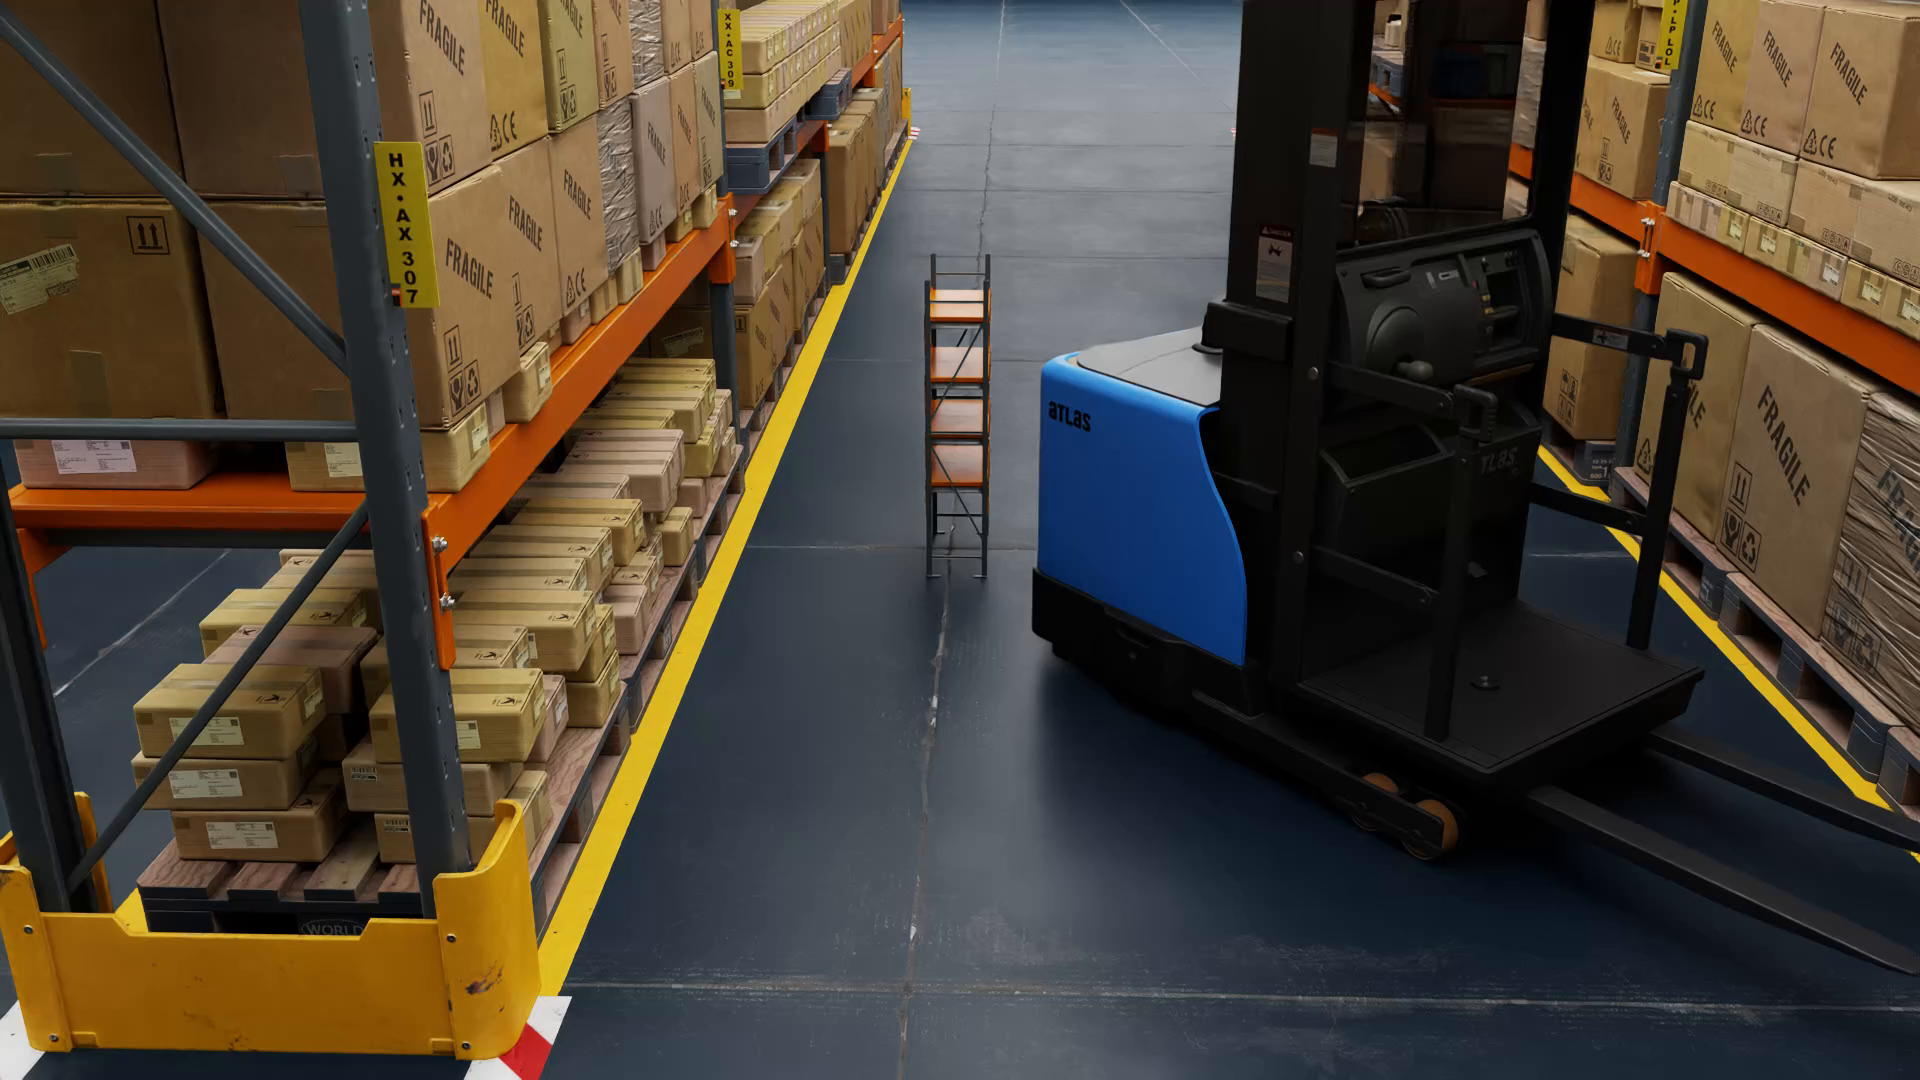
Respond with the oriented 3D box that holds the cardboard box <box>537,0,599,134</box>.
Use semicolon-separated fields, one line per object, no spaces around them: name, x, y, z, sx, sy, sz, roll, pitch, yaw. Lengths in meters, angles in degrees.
cardboard box;-1.310;-1.403;4.565;0.500;0.500;0.500;0;21;0

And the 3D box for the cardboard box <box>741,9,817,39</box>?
cardboard box;-0.991;-2.820;9.095;0.380;0.149;0.250;2;21;4

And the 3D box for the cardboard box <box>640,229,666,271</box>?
cardboard box;-1.267;-1.063;5.969;0.380;0.149;0.250;0;21;-1

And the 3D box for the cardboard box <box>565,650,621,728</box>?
cardboard box;-1.256;0.449;5.085;0.380;0.149;0.250;1;21;2

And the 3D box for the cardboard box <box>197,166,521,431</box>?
cardboard box;-1.347;-0.566;3.791;0.500;0.500;0.500;2;21;4

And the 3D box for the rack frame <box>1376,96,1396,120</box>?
rack frame;3.683;-4.469;14.400;1.000;3.000;0.127;1;21;2

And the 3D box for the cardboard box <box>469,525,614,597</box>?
cardboard box;-1.314;0.067;5.247;0.380;0.149;0.250;1;21;4

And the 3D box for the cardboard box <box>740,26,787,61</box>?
cardboard box;-1.030;-2.355;7.895;0.380;0.149;0.250;1;21;2

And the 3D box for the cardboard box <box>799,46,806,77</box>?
cardboard box;-1.008;-2.497;8.673;0.380;0.149;0.250;0;21;1

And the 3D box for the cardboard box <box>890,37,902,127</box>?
cardboard box;-1.104;-4.966;18.037;0.875;0.875;0.875;1;21;2

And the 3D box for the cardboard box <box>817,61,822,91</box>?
cardboard box;-0.983;-2.639;9.450;0.380;0.149;0.250;0;21;-1

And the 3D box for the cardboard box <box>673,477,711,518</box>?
cardboard box;-1.221;-0.200;6.757;0.380;0.149;0.250;0;21;0

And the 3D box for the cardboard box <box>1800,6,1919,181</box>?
cardboard box;3.136;-1.458;5.400;0.500;0.500;0.500;0;21;0

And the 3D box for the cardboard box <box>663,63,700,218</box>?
cardboard box;-1.264;-1.487;6.166;0.500;0.500;0.500;0;21;0

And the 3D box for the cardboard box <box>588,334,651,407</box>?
cardboard box;-1.744;-0.968;8.253;0.500;0.500;0.500;0;21;1

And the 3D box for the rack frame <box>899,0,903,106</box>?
rack frame;-1.150;-6.006;18.362;1.000;3.000;0.127;1;21;2

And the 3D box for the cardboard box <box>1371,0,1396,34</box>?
cardboard box;3.519;-4.659;13.479;1.000;1.000;1.000;1;21;2

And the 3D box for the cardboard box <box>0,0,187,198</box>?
cardboard box;-1.871;-1.041;3.634;0.500;0.500;0.500;0;21;1

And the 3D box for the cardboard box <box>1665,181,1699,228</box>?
cardboard box;3.098;-1.356;6.725;0.380;0.149;0.250;1;21;2

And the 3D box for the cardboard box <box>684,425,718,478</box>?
cardboard box;-1.193;-0.361;6.761;0.380;0.149;0.250;0;21;0

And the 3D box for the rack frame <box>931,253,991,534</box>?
rack frame;0.002;-0.588;6.885;0.240;1.200;0.015;1;21;2

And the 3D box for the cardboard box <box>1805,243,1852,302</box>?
cardboard box;3.059;-0.888;5.517;0.380;0.149;0.250;1;21;2

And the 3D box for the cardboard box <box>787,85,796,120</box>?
cardboard box;-1.020;-2.165;8.229;0.380;0.149;0.250;1;21;2

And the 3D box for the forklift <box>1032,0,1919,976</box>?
forklift;1.551;-0.665;4.691;1.130;2.935;3.031;-15;26;-34

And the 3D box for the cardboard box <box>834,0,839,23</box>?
cardboard box;-0.950;-3.288;10.300;0.380;0.149;0.250;0;21;0

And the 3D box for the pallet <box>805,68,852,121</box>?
pallet;-1.308;-2.766;10.275;1.213;0.211;1.003;1;21;2

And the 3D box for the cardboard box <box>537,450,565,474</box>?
cardboard box;-1.746;-0.267;6.520;0.380;0.149;0.250;0;21;-1

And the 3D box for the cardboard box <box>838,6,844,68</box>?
cardboard box;-1.097;-3.504;11.774;0.500;0.500;0.500;0;21;1

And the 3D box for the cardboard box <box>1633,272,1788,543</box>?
cardboard box;3.340;-0.544;6.641;0.875;0.875;0.875;1;21;2

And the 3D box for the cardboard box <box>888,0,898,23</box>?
cardboard box;-1.111;-5.743;17.475;0.875;0.550;0.550;1;21;2

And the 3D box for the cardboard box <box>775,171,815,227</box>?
cardboard box;-1.156;-2.061;10.033;0.500;0.250;0.500;1;21;2

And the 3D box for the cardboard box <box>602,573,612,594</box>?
cardboard box;-1.384;0.112;5.544;0.380;0.149;0.250;2;21;4

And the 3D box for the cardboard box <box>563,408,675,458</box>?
cardboard box;-1.320;-0.404;6.462;0.380;0.149;0.250;1;21;3

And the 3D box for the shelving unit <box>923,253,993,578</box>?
shelving unit;-0.005;-0.500;6.658;0.258;1.200;0.503;1;21;2

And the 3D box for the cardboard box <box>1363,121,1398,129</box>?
cardboard box;3.643;-3.287;14.201;0.700;0.500;0.500;-1;21;-3

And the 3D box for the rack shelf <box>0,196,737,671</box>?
rack shelf;-1.576;-0.609;5.447;1.077;0.370;4.000;1;21;2

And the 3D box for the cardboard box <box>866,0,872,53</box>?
cardboard box;-1.020;-4.415;14.123;0.500;0.500;0.500;1;21;1

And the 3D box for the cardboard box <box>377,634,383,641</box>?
cardboard box;-1.892;0.391;4.823;0.380;0.149;0.250;0;21;-1

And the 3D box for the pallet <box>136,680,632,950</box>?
pallet;-1.574;0.758;4.784;1.003;0.211;1.213;1;21;2

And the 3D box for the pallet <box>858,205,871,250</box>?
pallet;-1.254;-2.538;13.279;1.003;0.211;1.213;1;21;2

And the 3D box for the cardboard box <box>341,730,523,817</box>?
cardboard box;-1.364;0.587;4.320;0.380;0.149;0.250;2;21;4

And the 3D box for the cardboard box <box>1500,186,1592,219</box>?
cardboard box;3.466;-1.337;8.683;1.225;0.875;0.875;0;21;0

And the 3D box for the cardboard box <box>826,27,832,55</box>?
cardboard box;-0.965;-2.956;9.856;0.380;0.149;0.250;1;21;3

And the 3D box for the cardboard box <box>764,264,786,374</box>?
cardboard box;-1.213;-1.154;8.731;0.500;0.500;0.500;2;21;4

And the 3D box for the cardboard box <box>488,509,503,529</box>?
cardboard box;-1.806;-0.125;5.742;0.380;0.149;0.250;1;21;2

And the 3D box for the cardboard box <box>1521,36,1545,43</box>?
cardboard box;3.249;-2.525;9.251;0.500;0.500;0.500;0;21;1

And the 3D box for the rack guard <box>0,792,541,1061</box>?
rack guard;-1.634;0.916;3.976;1.175;0.500;0.348;1;21;2

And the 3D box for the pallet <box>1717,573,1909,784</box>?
pallet;3.304;0.440;5.604;1.003;0.211;1.213;1;21;2

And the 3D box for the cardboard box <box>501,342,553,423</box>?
cardboard box;-1.271;-0.407;4.278;0.380;0.149;0.250;0;21;0

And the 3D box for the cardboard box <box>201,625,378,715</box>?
cardboard box;-1.809;0.350;4.518;0.380;0.149;0.250;1;21;3

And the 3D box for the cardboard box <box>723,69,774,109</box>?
cardboard box;-1.043;-2.022;7.450;0.380;0.149;0.250;1;21;2
